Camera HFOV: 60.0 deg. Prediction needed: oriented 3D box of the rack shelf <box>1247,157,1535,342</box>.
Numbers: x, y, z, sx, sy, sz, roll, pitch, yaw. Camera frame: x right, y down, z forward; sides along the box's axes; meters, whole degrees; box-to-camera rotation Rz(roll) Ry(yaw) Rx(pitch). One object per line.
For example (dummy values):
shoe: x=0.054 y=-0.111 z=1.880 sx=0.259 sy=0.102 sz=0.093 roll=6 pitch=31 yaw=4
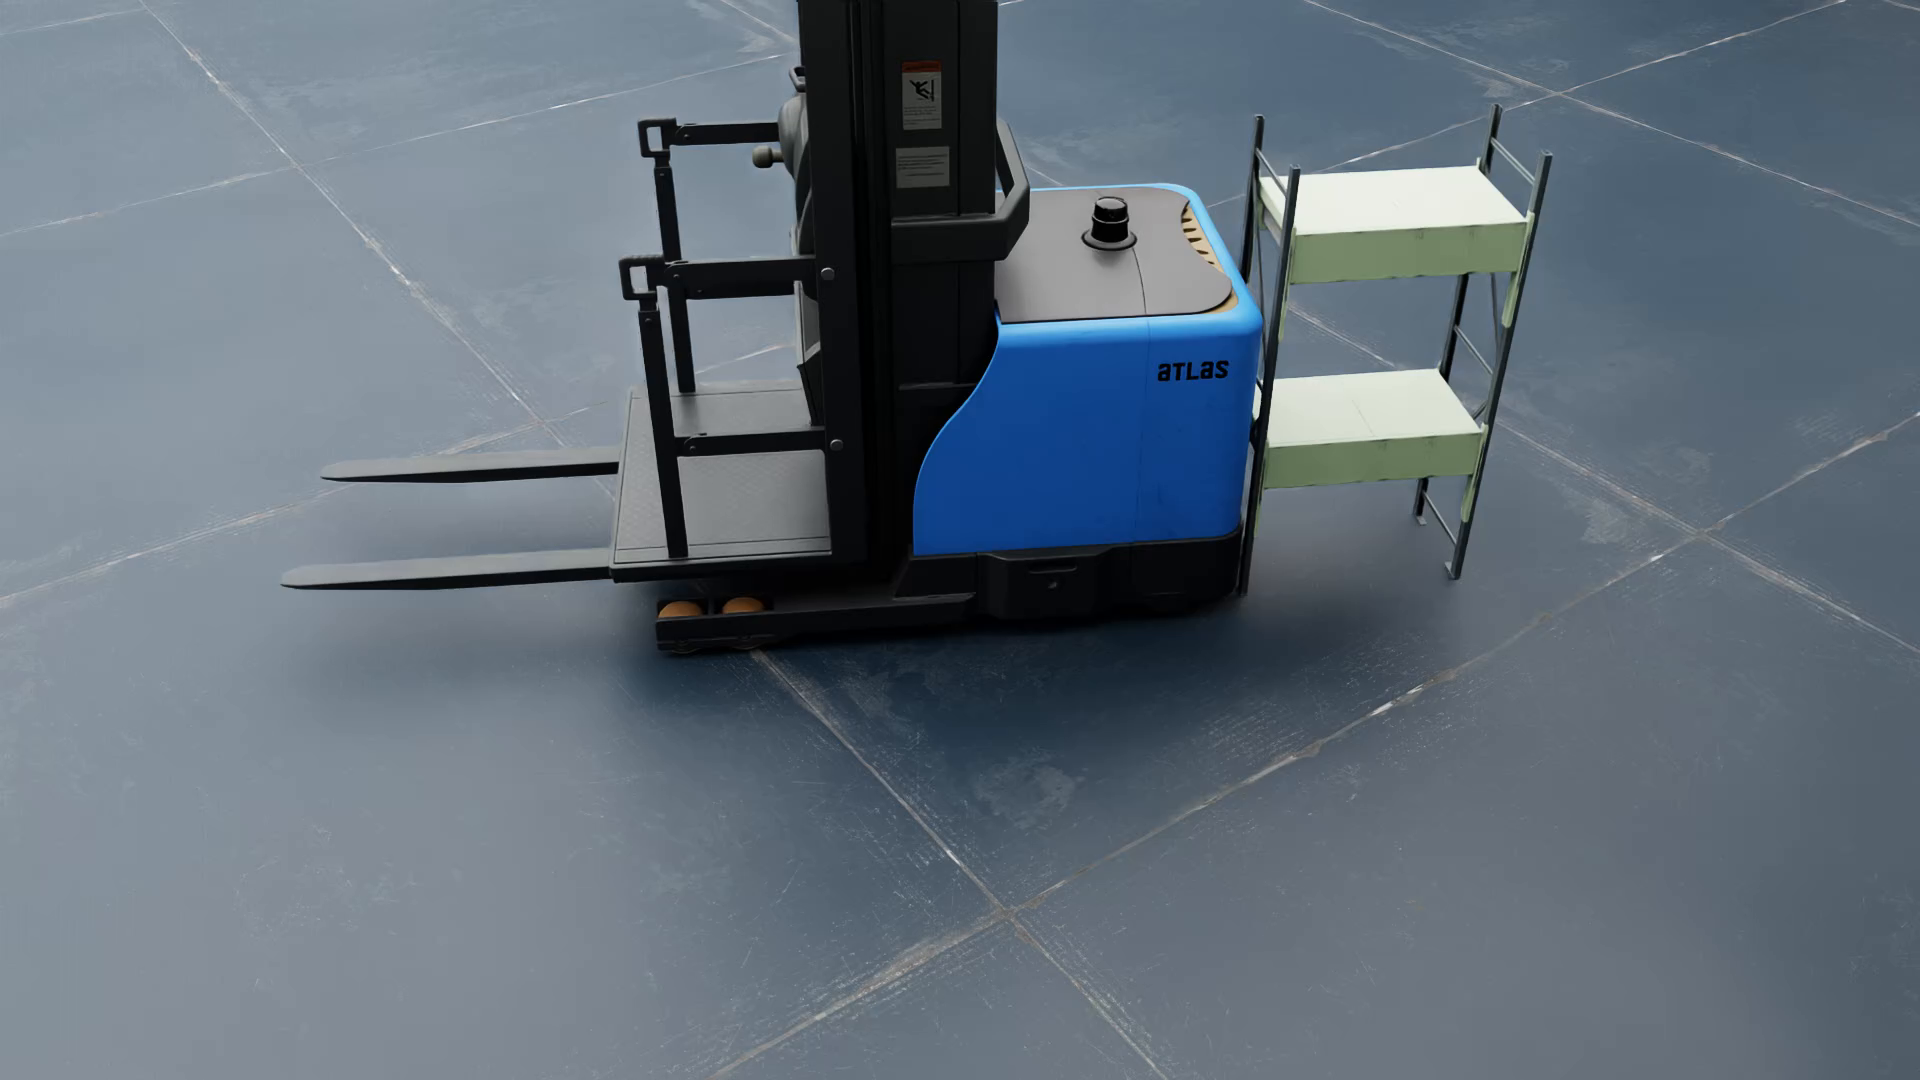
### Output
rack shelf: x=1.274 y=-0.882 z=5.023 sx=0.720 sy=0.370 sz=0.431 roll=-4 pitch=36 yaw=-6

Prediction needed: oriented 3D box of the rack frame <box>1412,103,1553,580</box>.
rack frame: x=1.637 y=-0.592 z=5.288 sx=0.023 sy=1.500 sz=0.400 roll=-4 pitch=36 yaw=-6

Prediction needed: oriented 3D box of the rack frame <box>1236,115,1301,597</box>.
rack frame: x=0.911 y=-0.538 z=5.213 sx=0.023 sy=1.500 sz=0.400 roll=-4 pitch=36 yaw=-6

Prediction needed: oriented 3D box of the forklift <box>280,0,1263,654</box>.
forklift: x=-0.647 y=-1.157 z=4.848 sx=3.031 sy=2.935 sz=1.130 roll=-4 pitch=36 yaw=-5

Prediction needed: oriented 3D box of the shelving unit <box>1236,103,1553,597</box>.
shelving unit: x=1.274 y=-0.565 z=5.251 sx=0.755 sy=1.500 sz=0.431 roll=-4 pitch=36 yaw=-6

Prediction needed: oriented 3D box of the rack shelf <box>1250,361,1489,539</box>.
rack shelf: x=1.274 y=-0.300 z=5.441 sx=0.720 sy=0.370 sz=0.431 roll=-4 pitch=36 yaw=-6
